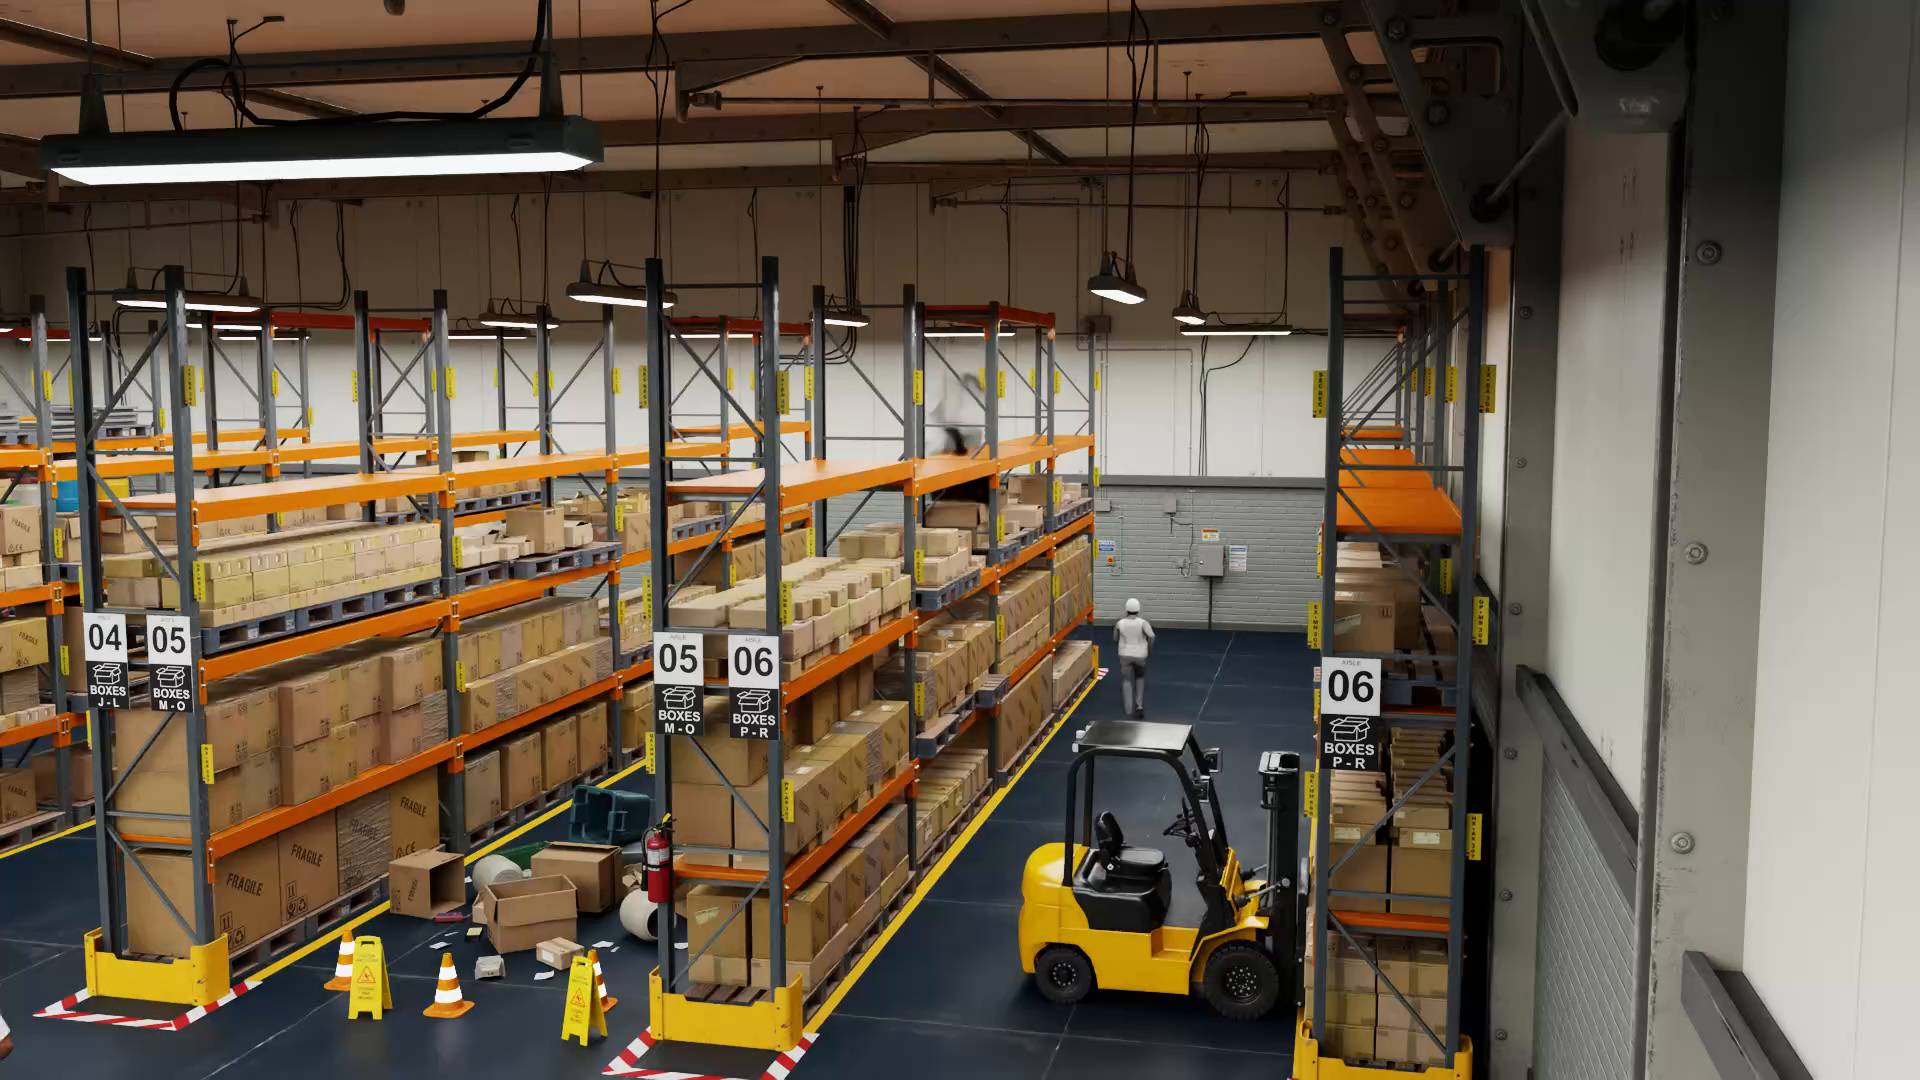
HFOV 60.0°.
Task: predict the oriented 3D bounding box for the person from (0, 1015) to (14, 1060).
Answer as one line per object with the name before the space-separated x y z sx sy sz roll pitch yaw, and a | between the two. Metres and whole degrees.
person | -5.910 3.303 9.727 0.660 1.798 0.902 -3 6 -25

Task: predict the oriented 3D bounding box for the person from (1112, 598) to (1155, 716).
person | 2.585 1.780 24.807 0.625 1.834 0.766 0 6 4
